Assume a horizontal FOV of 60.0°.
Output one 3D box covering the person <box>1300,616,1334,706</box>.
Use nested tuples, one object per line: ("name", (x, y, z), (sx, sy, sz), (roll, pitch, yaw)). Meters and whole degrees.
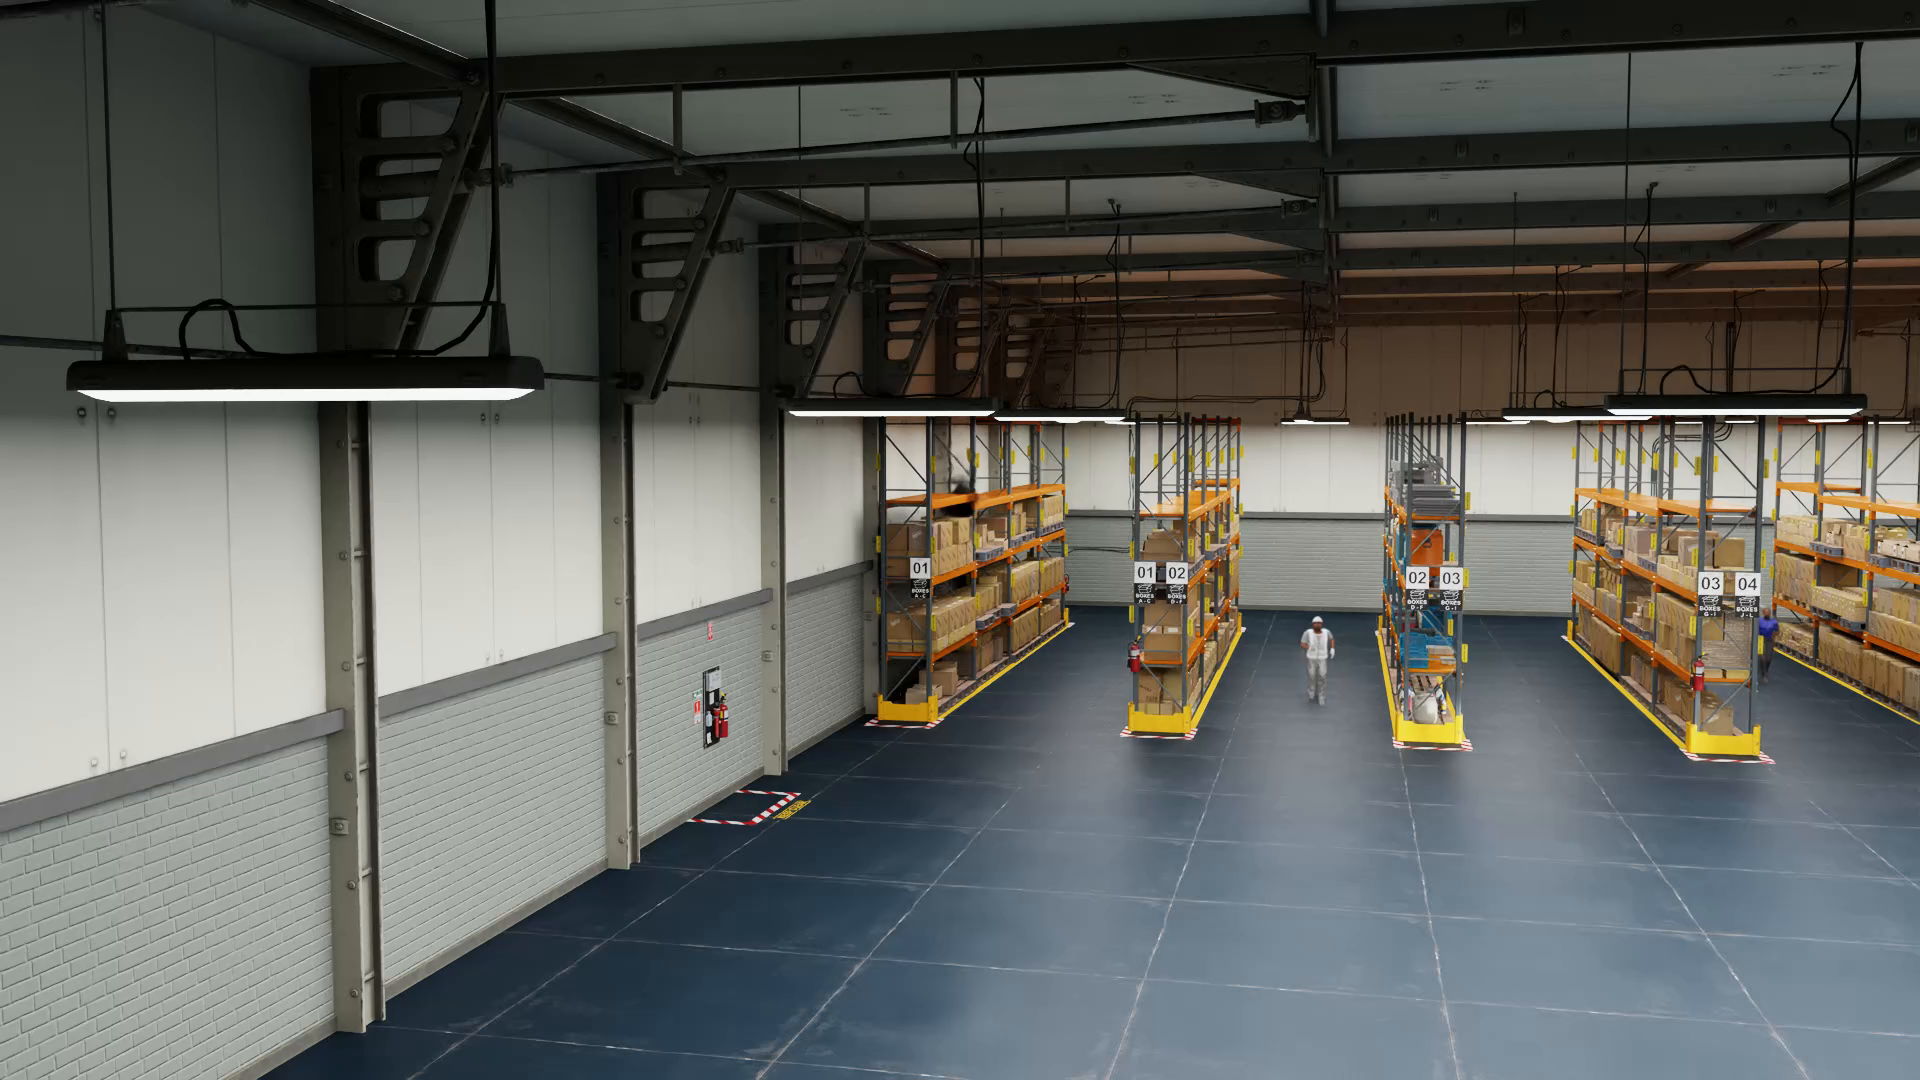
("person", (7.419, 2.505, 34.528), (0.703, 1.857, 0.786), (0, 4, 7))

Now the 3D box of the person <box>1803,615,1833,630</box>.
("person", (22.885, 1.863, 44.472), (0.809, 1.693, 0.666), (1, 4, 16))

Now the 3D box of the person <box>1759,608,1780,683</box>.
("person", (18.202, 2.358, 37.588), (0.565, 1.674, 0.796), (1, 4, 12))
